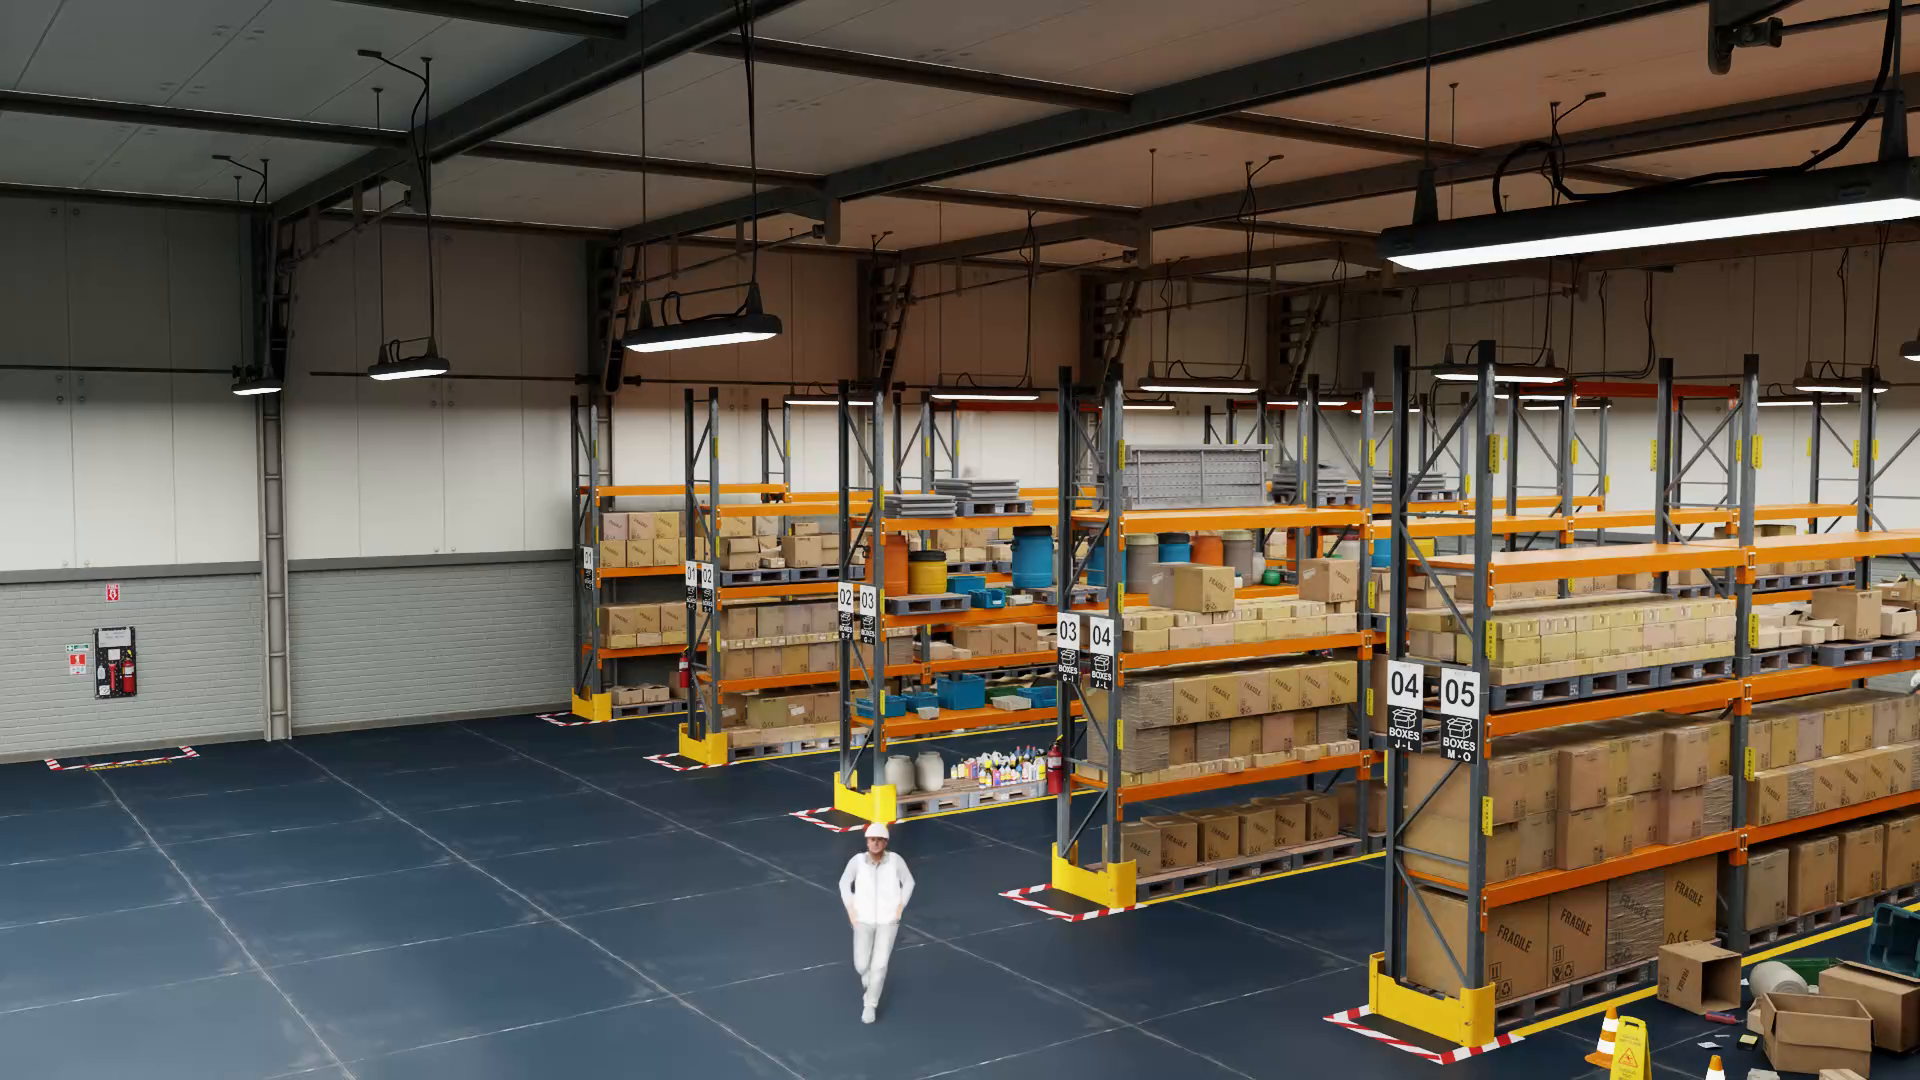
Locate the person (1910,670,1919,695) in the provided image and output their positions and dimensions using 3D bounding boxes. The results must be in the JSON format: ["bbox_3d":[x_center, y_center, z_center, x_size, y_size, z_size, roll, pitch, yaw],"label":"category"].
[{"bbox_3d":[15.936,2.687,27.262,0.677,1.710,0.601,-1,3,-9],"label":"person"}]

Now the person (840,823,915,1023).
[{"bbox_3d":[-0.749,3.402,15.036,0.681,1.746,0.687,0,3,0],"label":"person"}]
